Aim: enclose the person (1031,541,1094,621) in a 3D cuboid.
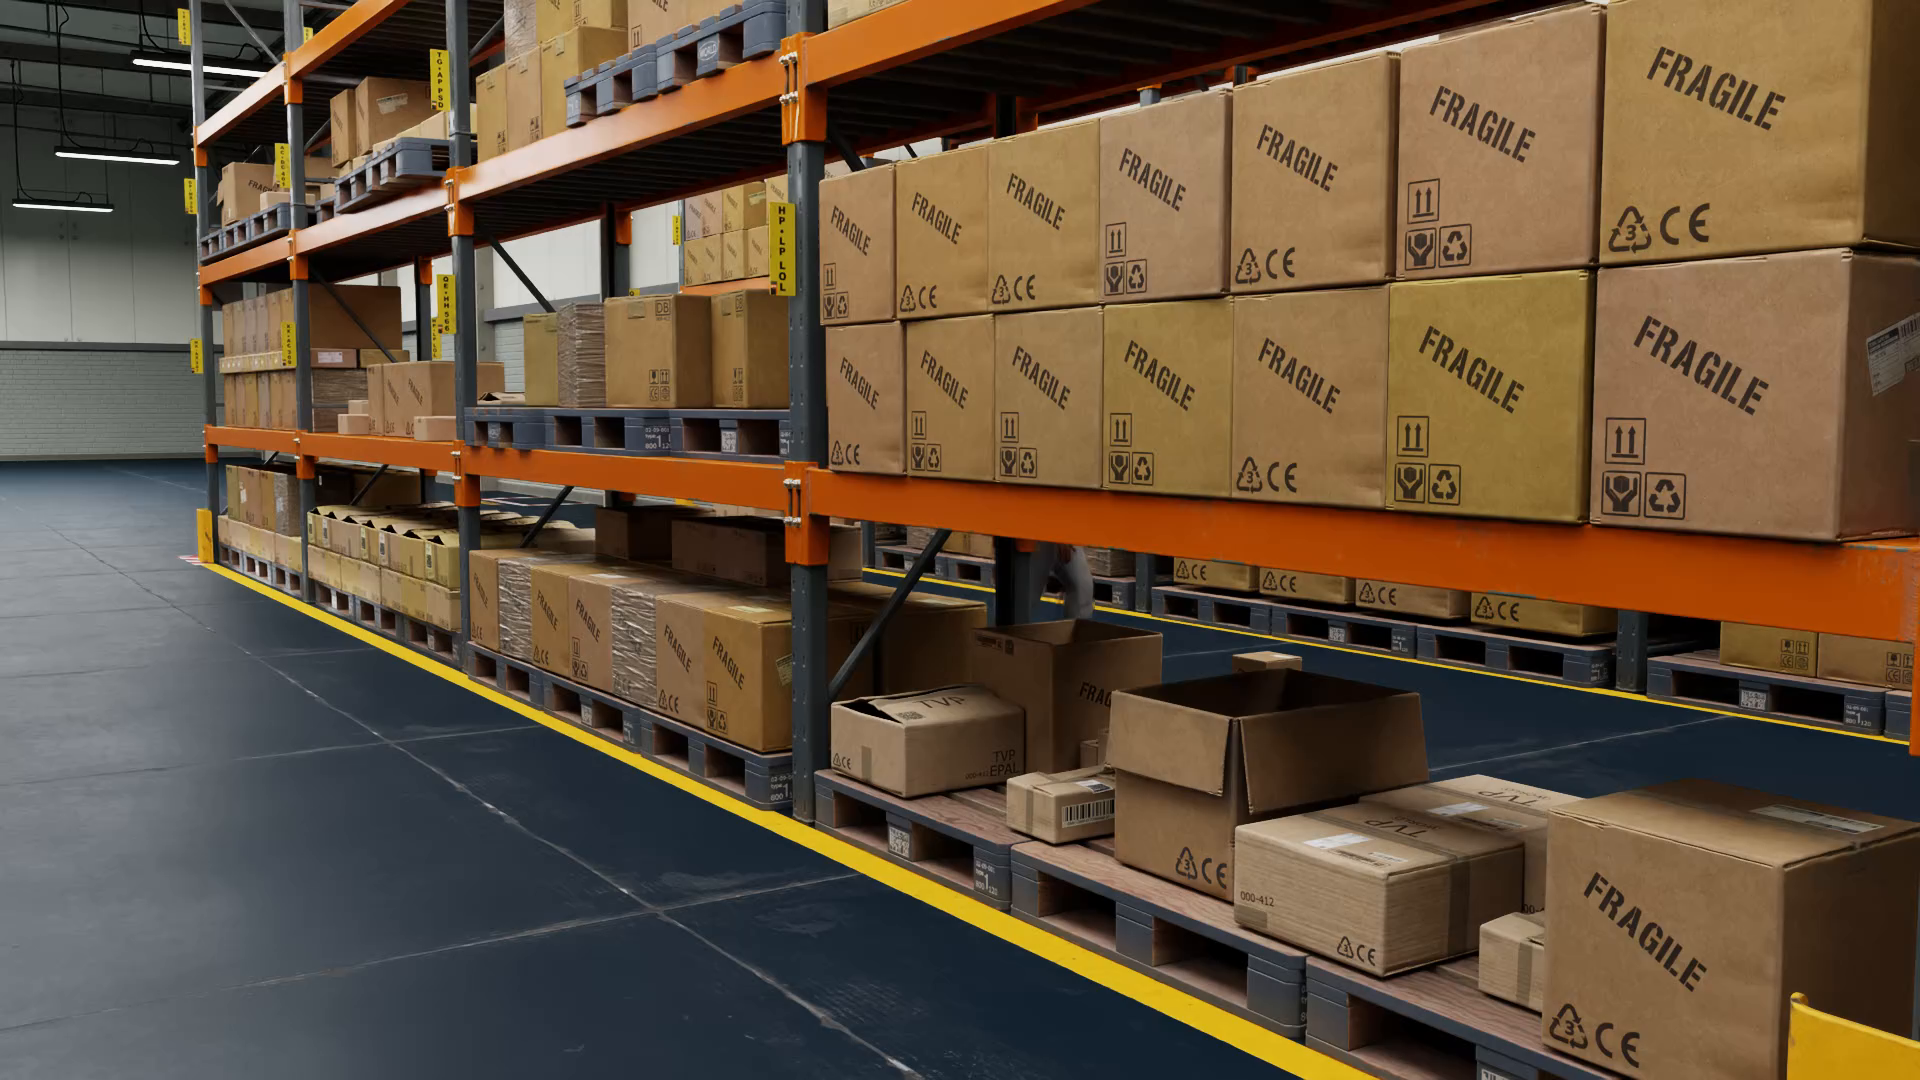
[{"bbox_3d":[0.514,-0.046,9.092,0.726,1.685,0.469,1,5,17],"label":"person"}]
